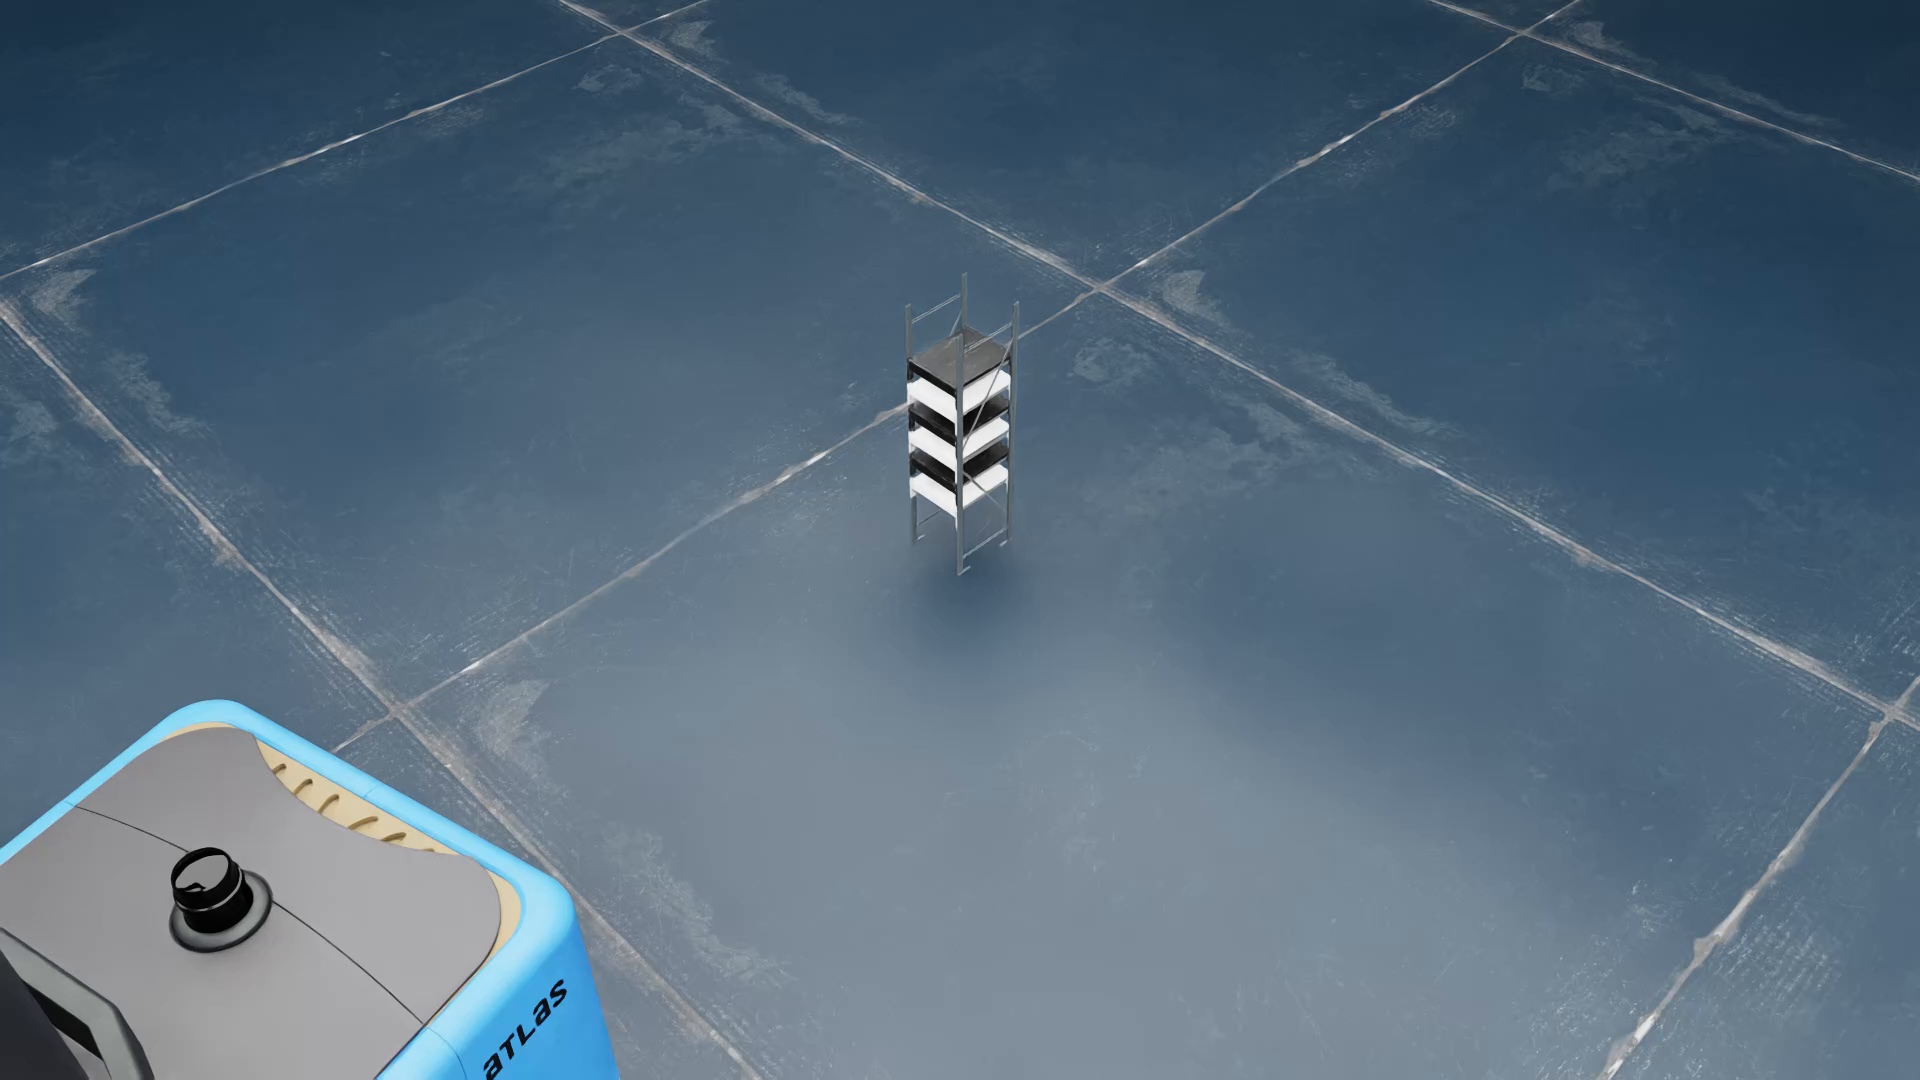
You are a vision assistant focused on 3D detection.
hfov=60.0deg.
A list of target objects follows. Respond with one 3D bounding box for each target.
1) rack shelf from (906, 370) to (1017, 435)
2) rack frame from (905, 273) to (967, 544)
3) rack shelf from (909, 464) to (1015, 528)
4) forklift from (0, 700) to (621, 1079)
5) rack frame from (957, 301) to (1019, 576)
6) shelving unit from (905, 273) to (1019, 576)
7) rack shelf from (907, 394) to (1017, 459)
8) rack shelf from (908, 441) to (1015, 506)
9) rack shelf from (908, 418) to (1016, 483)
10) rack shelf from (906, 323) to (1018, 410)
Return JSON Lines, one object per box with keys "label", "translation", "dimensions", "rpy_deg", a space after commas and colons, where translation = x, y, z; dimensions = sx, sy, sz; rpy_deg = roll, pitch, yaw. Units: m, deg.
{"label": "rack shelf", "translation": [0.006, -0.434, 4.841], "dimensions": [0.258, 0.077, 0.200], "rpy_deg": [-34, 53, -31]}
{"label": "rack frame", "translation": [-0.066, -0.375, 4.993], "dimensions": [0.240, 0.900, 0.006], "rpy_deg": [-34, 53, -31]}
{"label": "rack shelf", "translation": [0.006, -0.170, 5.085], "dimensions": [0.258, 0.077, 0.200], "rpy_deg": [-34, 53, -31]}
{"label": "forklift", "translation": [-1.870, 1.035, 1.970], "dimensions": [1.130, 2.935, 3.031], "rpy_deg": [22, 47, 22]}
{"label": "rack frame", "translation": [0.078, -0.278, 4.888], "dimensions": [0.240, 0.900, 0.006], "rpy_deg": [-34, 53, -31]}
{"label": "shelving unit", "translation": [0.006, -0.327, 4.940], "dimensions": [0.258, 0.900, 0.210], "rpy_deg": [-34, 53, -31]}
{"label": "rack shelf", "translation": [0.006, -0.368, 4.902], "dimensions": [0.258, 0.077, 0.200], "rpy_deg": [-34, 53, -31]}
{"label": "rack shelf", "translation": [0.006, -0.236, 5.024], "dimensions": [0.258, 0.077, 0.200], "rpy_deg": [-34, 53, -31]}
{"label": "rack shelf", "translation": [0.006, -0.302, 4.963], "dimensions": [0.258, 0.077, 0.200], "rpy_deg": [-34, 53, -31]}
{"label": "rack shelf", "translation": [0.006, -0.500, 4.780], "dimensions": [0.258, 0.077, 0.200], "rpy_deg": [-34, 53, -31]}
